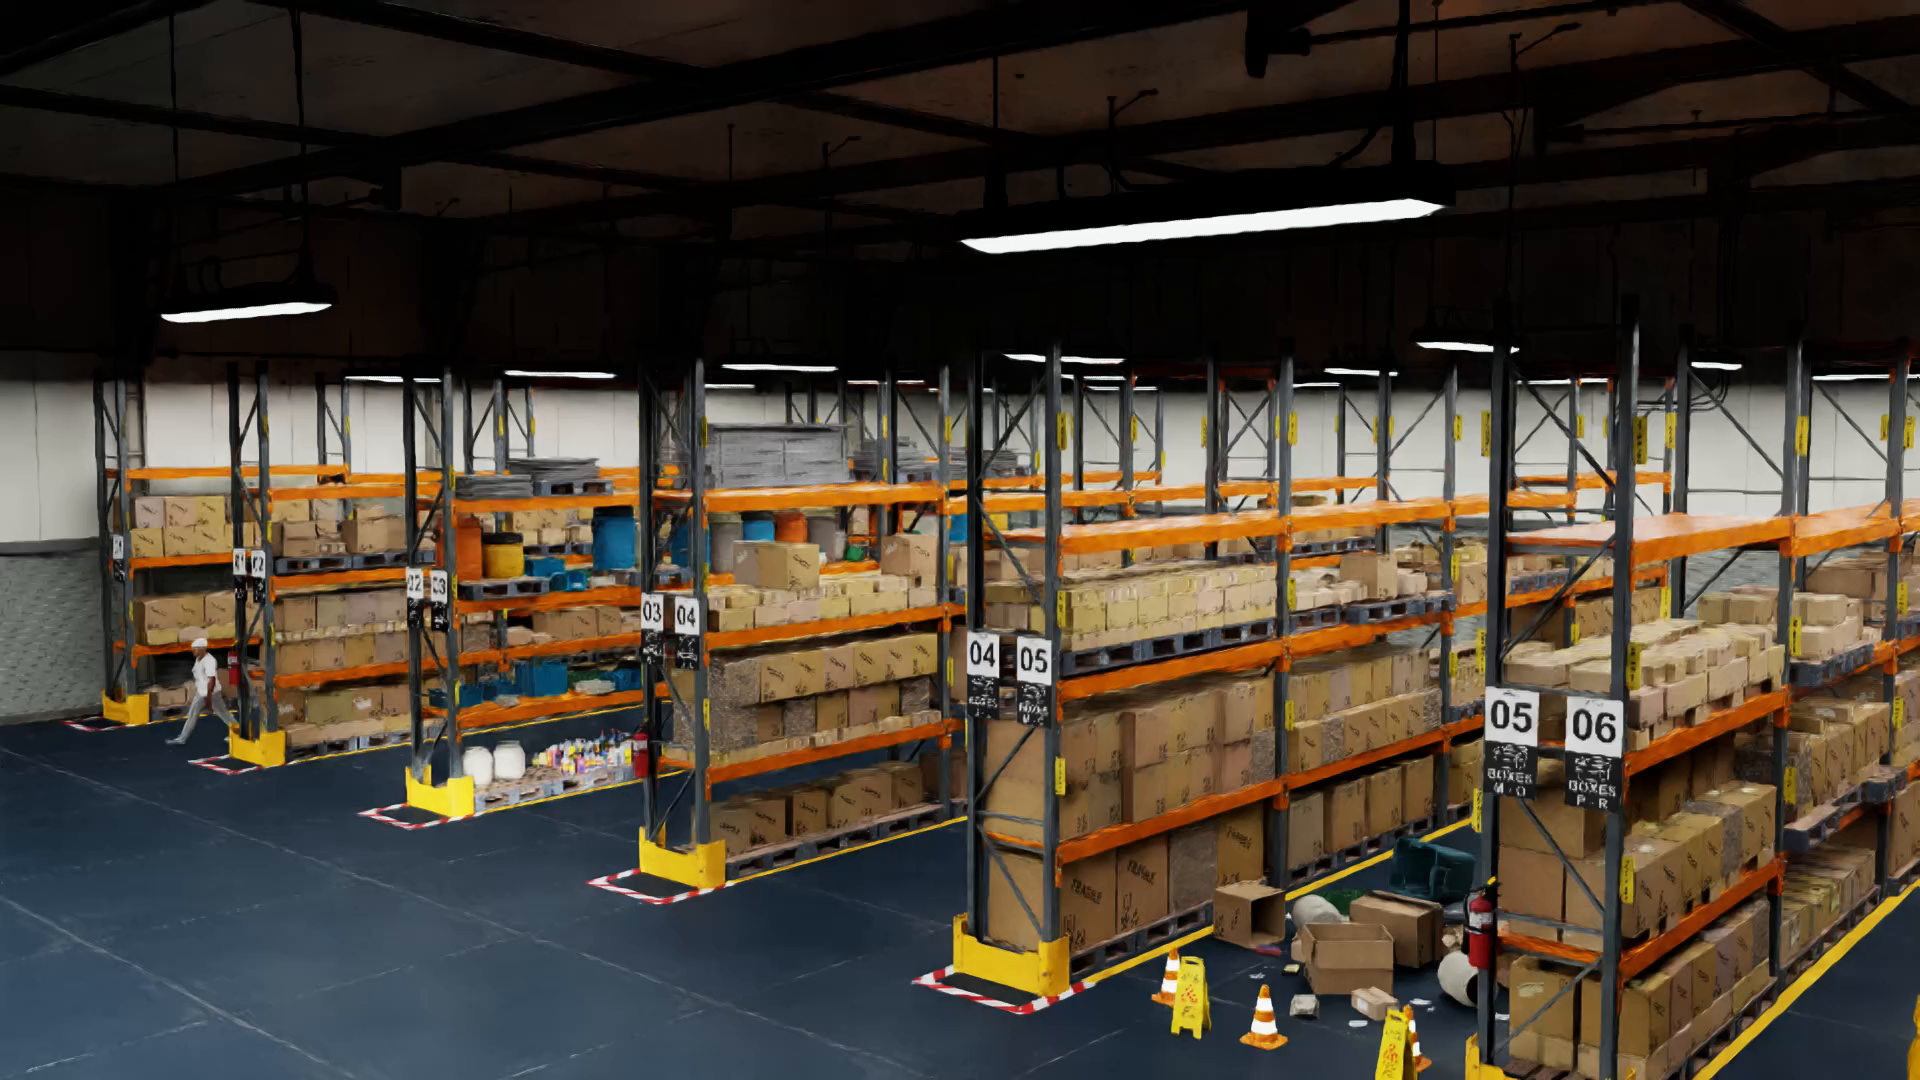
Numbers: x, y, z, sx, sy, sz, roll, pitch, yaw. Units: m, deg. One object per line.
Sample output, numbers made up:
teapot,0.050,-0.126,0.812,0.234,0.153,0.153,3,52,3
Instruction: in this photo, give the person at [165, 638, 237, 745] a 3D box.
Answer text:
person,-11.906,2.377,26.204,0.582,1.685,1.120,4,6,44
